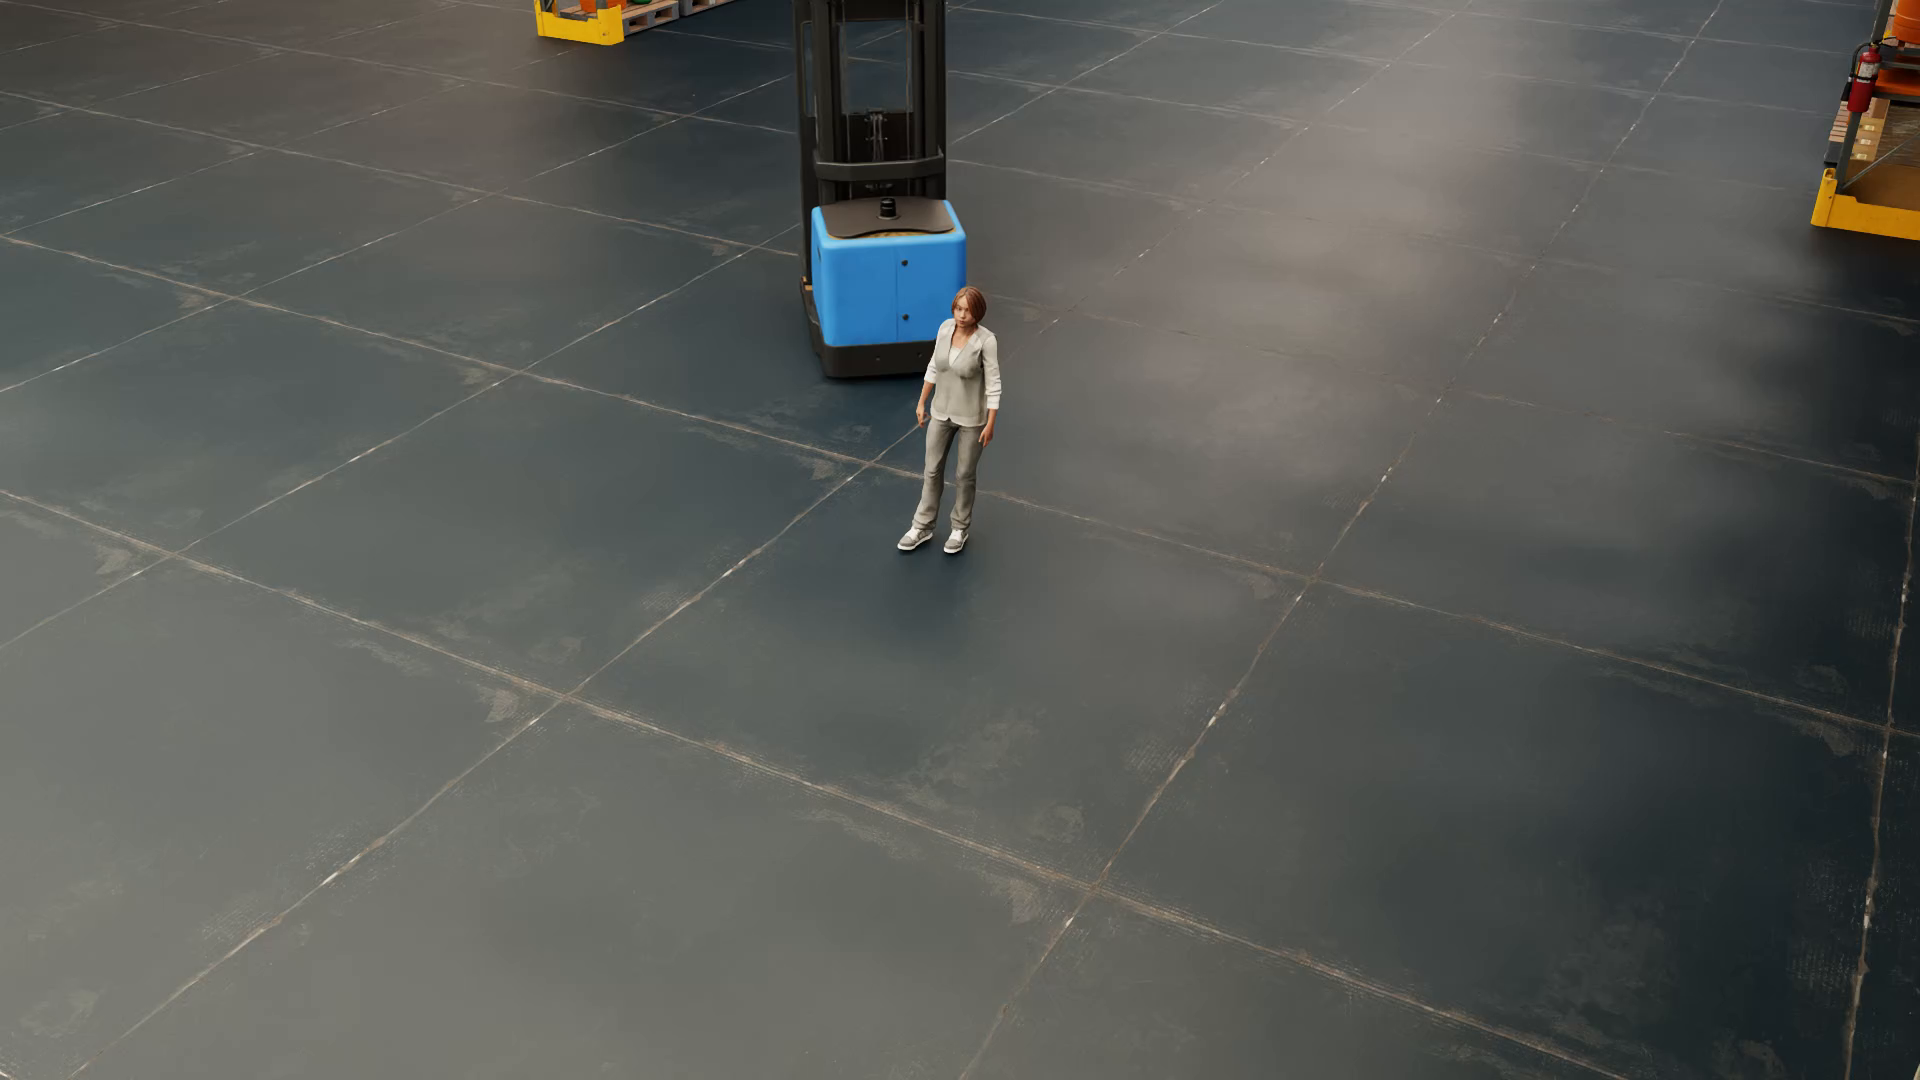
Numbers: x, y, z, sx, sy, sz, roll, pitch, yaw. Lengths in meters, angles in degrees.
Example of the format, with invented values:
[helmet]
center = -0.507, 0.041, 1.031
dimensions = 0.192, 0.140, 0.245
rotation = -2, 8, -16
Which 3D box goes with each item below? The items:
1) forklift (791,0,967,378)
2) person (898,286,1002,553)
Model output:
[forklift]
center = -0.689, -3.146, 12.521
dimensions = 1.130, 2.935, 3.031
rotation = -5, 30, -8
[person]
center = -0.048, -0.668, 9.549
dimensions = 0.521, 1.599, 0.473
rotation = 15, 33, 25
